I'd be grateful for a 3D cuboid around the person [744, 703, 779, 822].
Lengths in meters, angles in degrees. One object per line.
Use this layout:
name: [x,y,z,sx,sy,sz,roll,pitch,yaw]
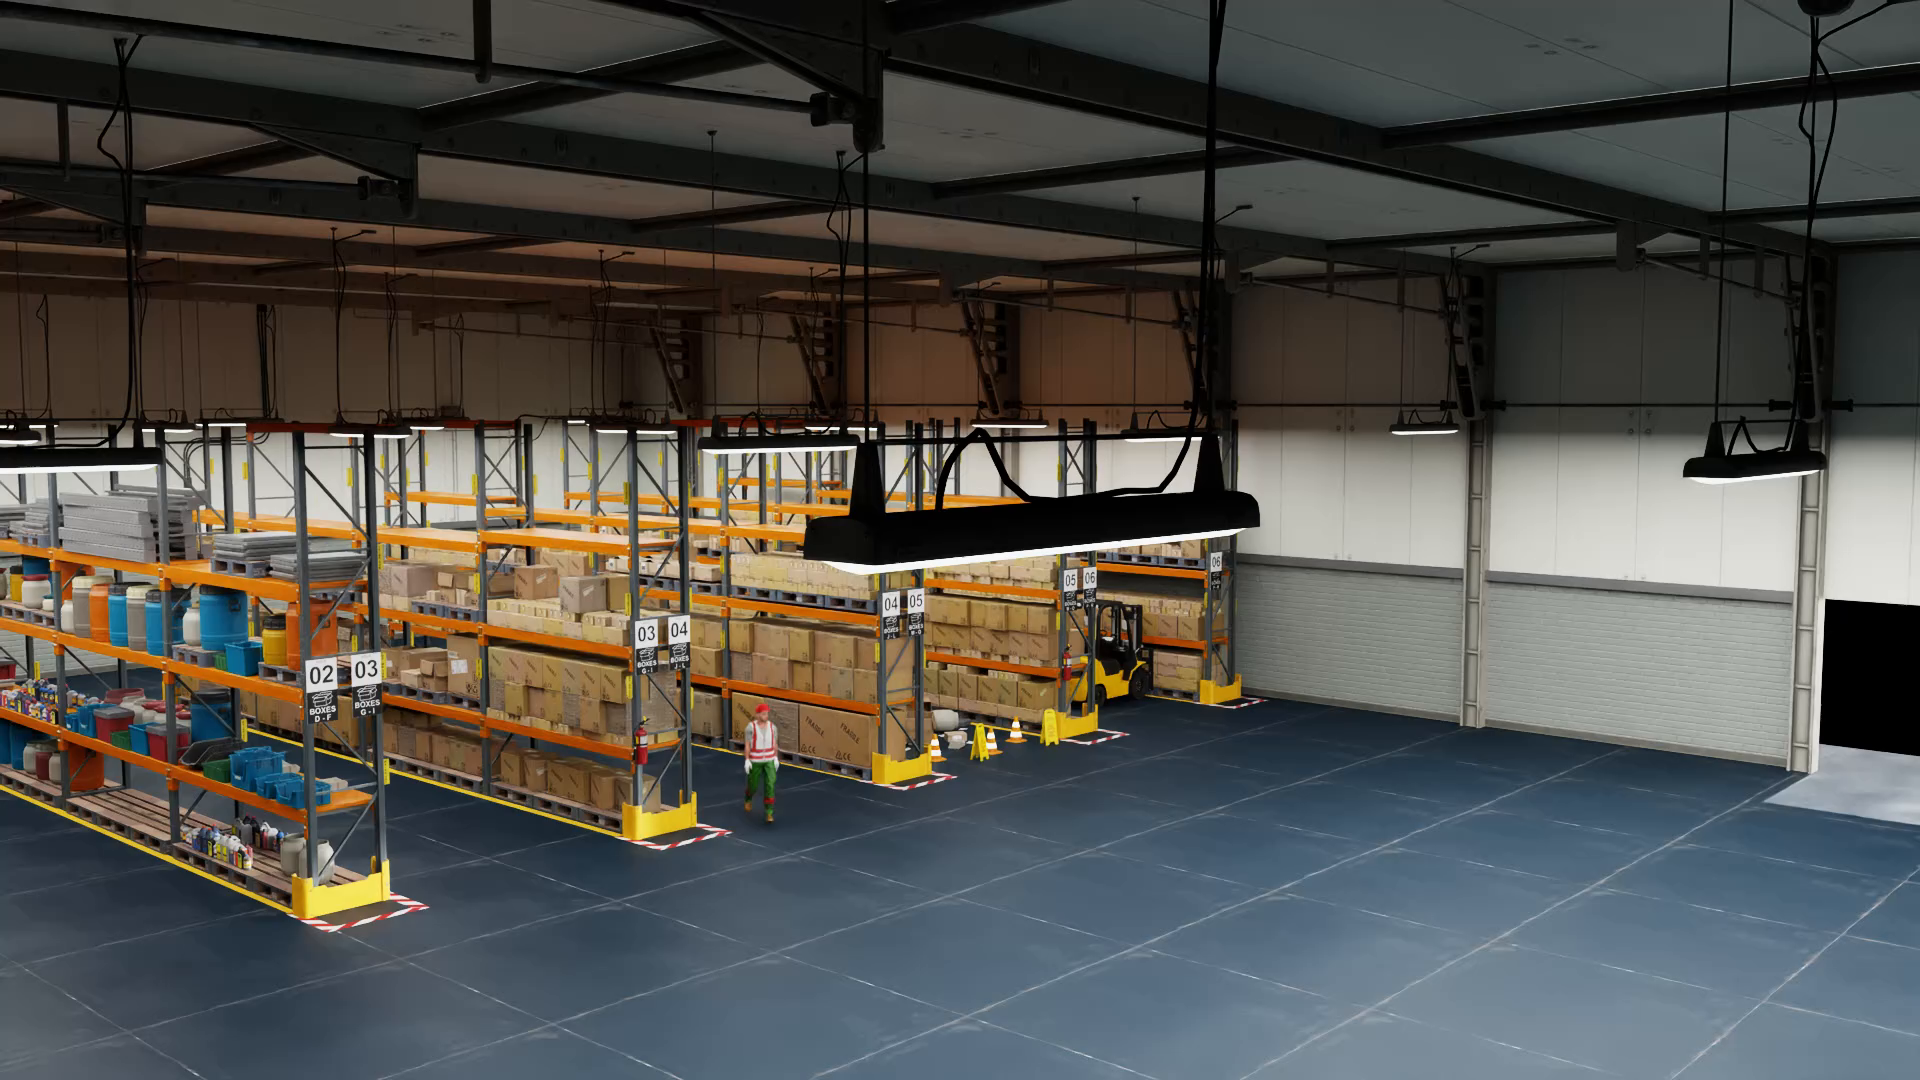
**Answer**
person: [-3.034,3.371,25.370,0.566,1.770,0.888,-2,5,-20]
